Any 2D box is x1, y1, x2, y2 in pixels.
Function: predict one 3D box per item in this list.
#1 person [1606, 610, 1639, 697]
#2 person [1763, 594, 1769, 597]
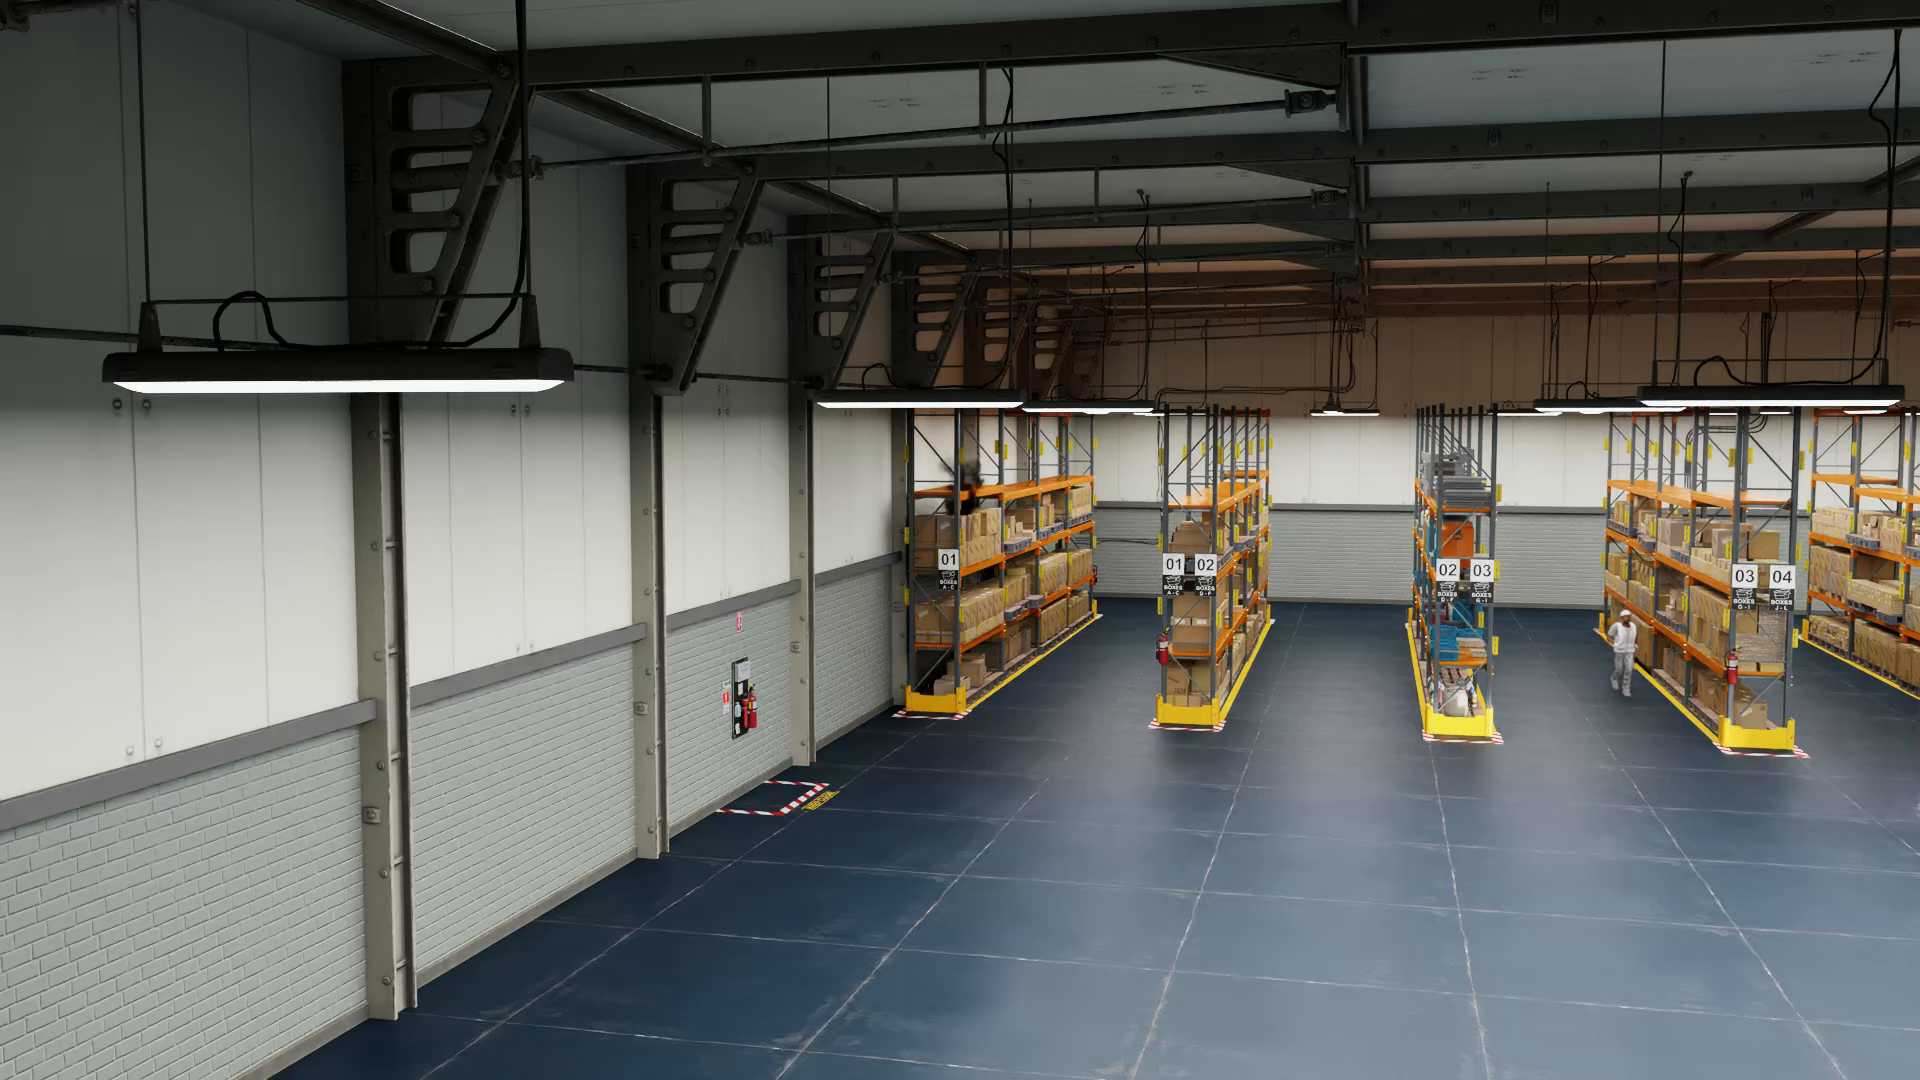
[{"bbox_3d":[13.762,2.331,34.511,0.672,1.768,0.862,0,4,3],"label":"person"},{"bbox_3d":[20.768,1.787,43.341,0.676,1.692,0.767,4,6,41],"label":"person"}]
